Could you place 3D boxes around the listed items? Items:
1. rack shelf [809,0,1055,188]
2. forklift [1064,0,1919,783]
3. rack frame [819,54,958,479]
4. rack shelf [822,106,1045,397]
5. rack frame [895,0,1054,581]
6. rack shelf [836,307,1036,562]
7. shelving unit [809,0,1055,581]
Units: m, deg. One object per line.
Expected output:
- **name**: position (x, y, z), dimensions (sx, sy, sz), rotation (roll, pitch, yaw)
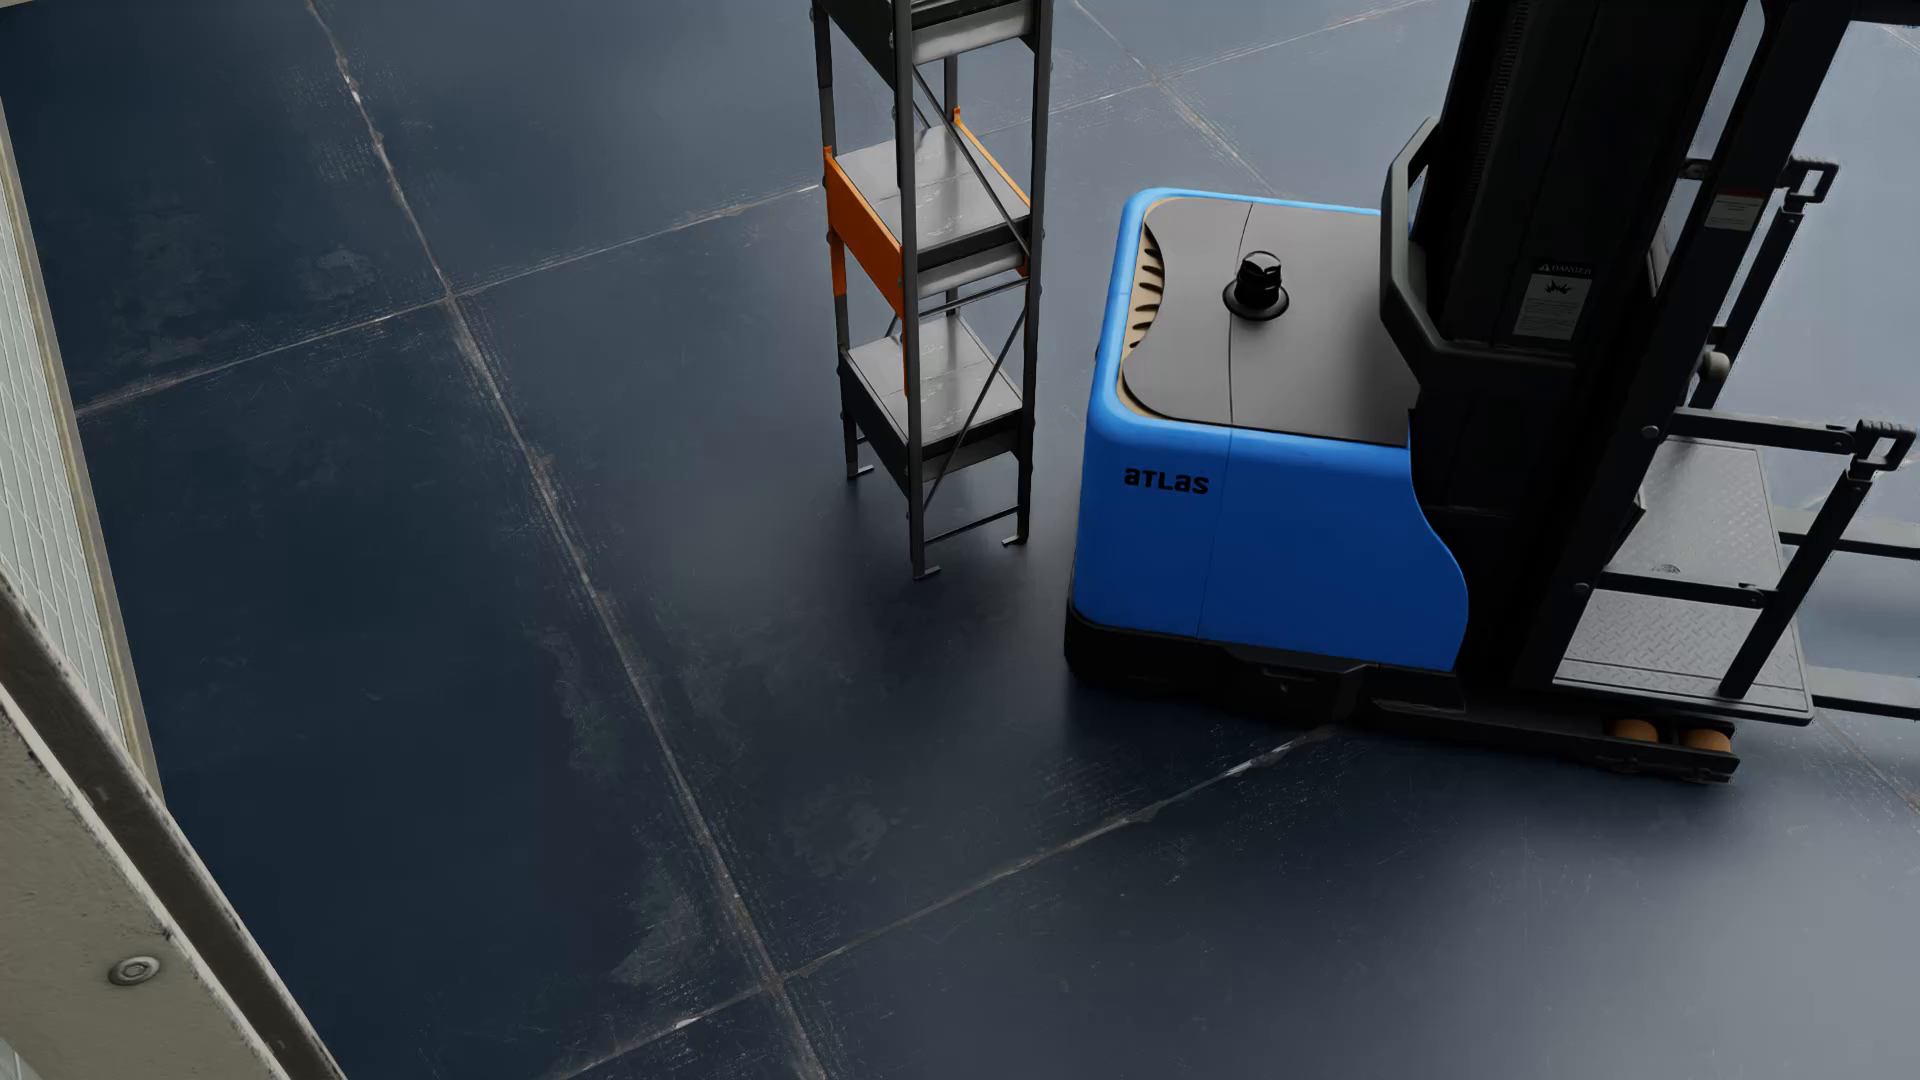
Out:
- **rack shelf**: position (-0.076, -1.254, 4.040), dimensions (0.431, 0.518, 0.480), rotation (-21, 52, -18)
- **forklift**: position (1.869, -0.721, 3.934), dimensions (3.031, 2.935, 1.130), rotation (7, 49, 6)
- **rack frame**: position (-0.187, -0.965, 4.699), dimensions (0.400, 2.100, 0.015), rotation (-21, 52, -18)
- **rack shelf**: position (-0.076, -0.793, 4.567), dimensions (0.431, 0.518, 0.480), rotation (-21, 52, -18)
- **rack frame**: position (0.036, -0.639, 4.414), dimensions (0.400, 2.100, 0.015), rotation (-21, 52, -18)
- **rack shelf**: position (-0.076, -0.332, 5.094), dimensions (0.431, 0.518, 0.480), rotation (-21, 52, -18)
- **shelving unit**: position (-0.076, -0.802, 4.557), dimensions (0.431, 2.100, 0.503), rotation (-21, 52, -18)
